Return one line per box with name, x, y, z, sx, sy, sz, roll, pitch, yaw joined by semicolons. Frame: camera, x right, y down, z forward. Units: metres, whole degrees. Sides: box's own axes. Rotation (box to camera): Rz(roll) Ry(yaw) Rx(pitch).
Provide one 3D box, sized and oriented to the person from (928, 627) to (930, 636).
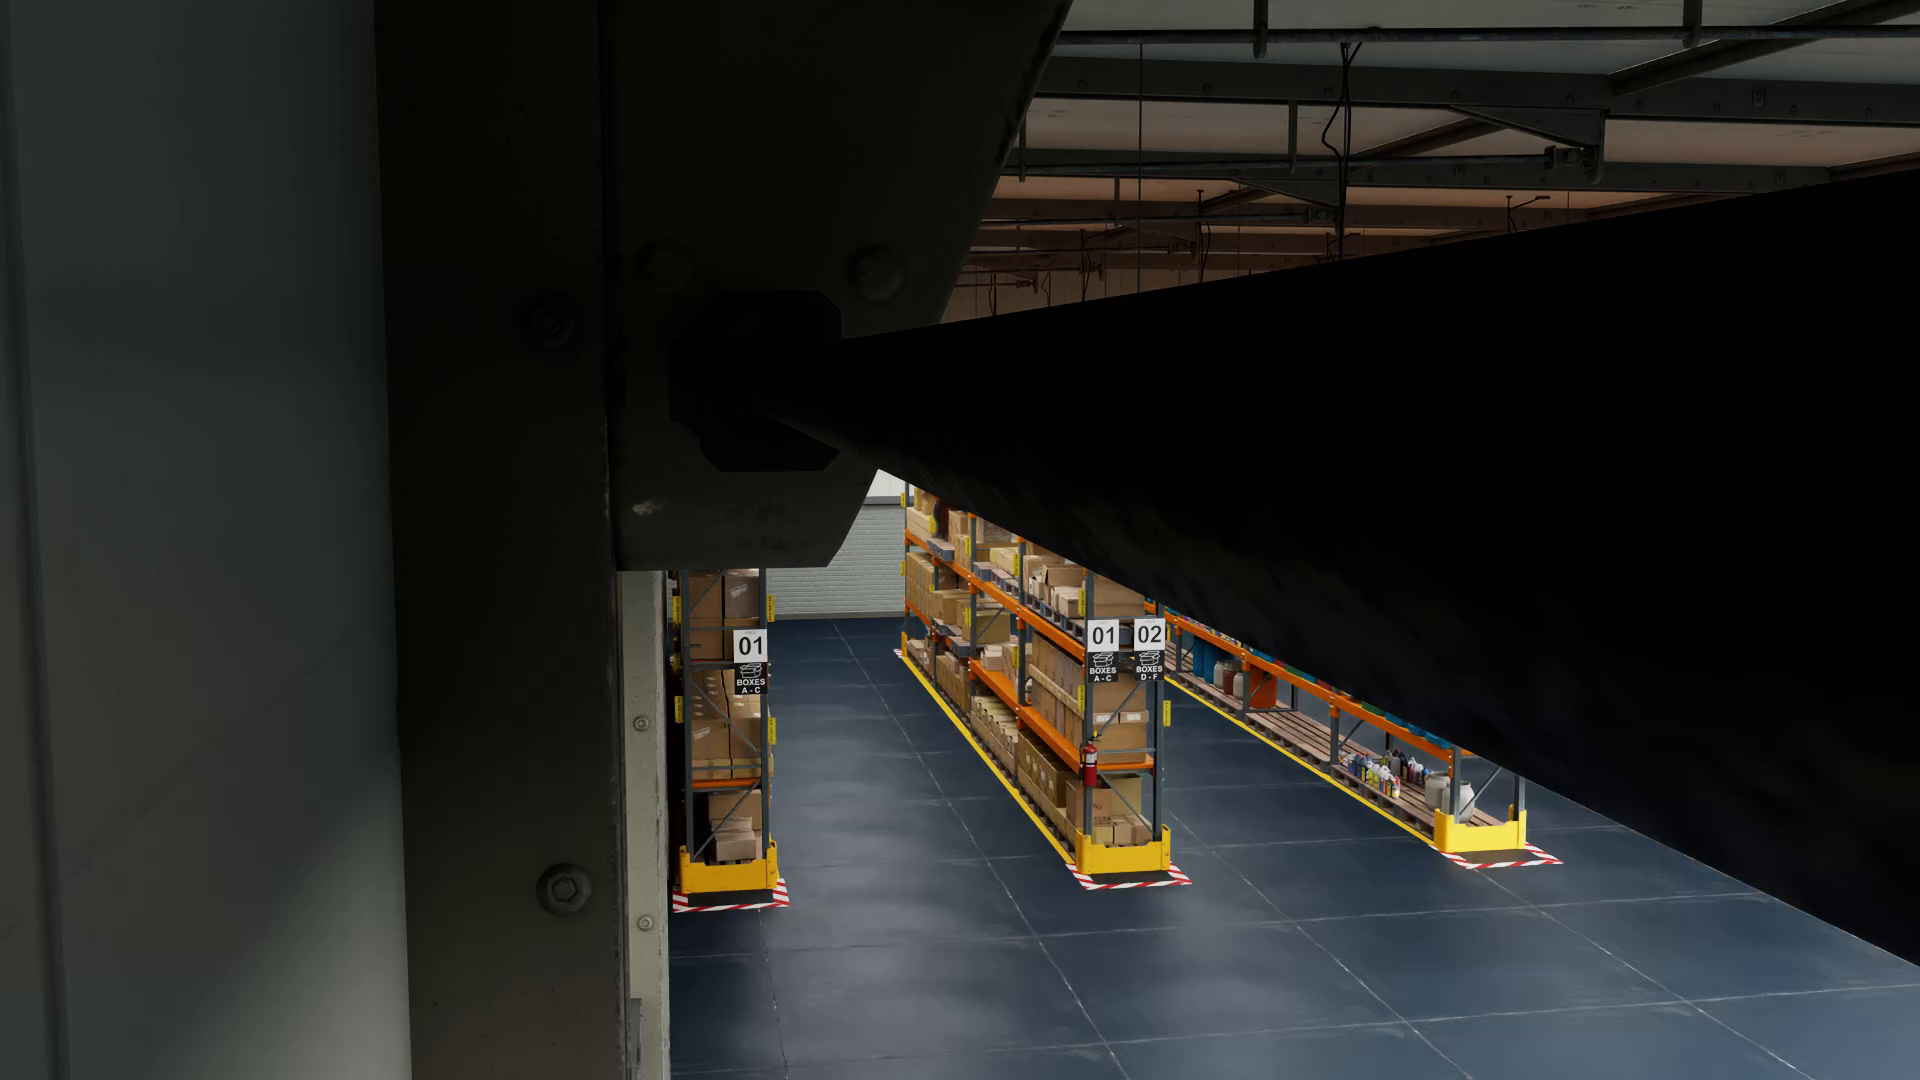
person;-0.618;1.465;38.666;0.709;1.745;0.912;-4;7;-35
